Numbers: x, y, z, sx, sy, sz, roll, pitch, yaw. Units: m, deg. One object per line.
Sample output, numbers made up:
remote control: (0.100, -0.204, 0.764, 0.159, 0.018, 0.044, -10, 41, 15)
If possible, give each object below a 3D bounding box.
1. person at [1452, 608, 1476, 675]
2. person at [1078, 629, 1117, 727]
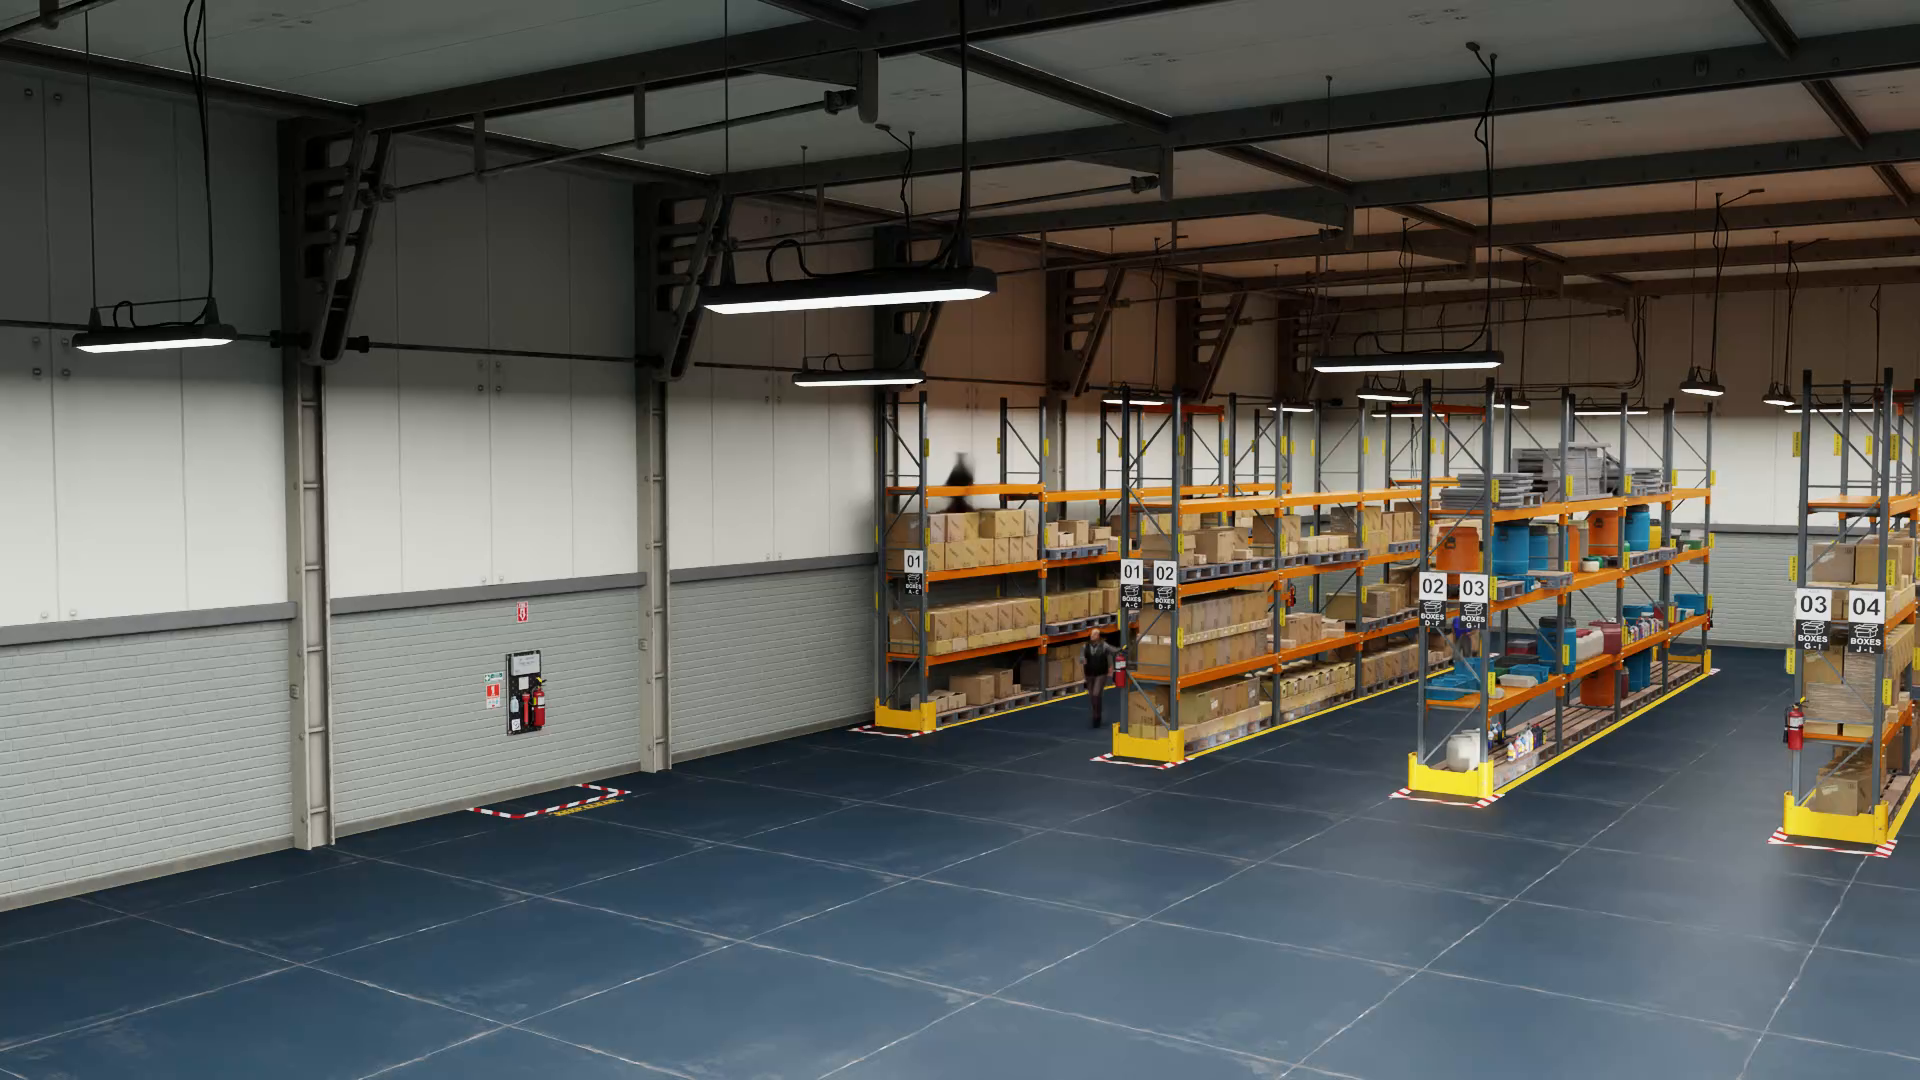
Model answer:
person: (10.674, 2.230, 35.277, 0.566, 1.690, 0.728, 2, 4, 32)
person: (2.450, 2.483, 29.990, 0.637, 1.774, 0.829, 1, 3, 24)
